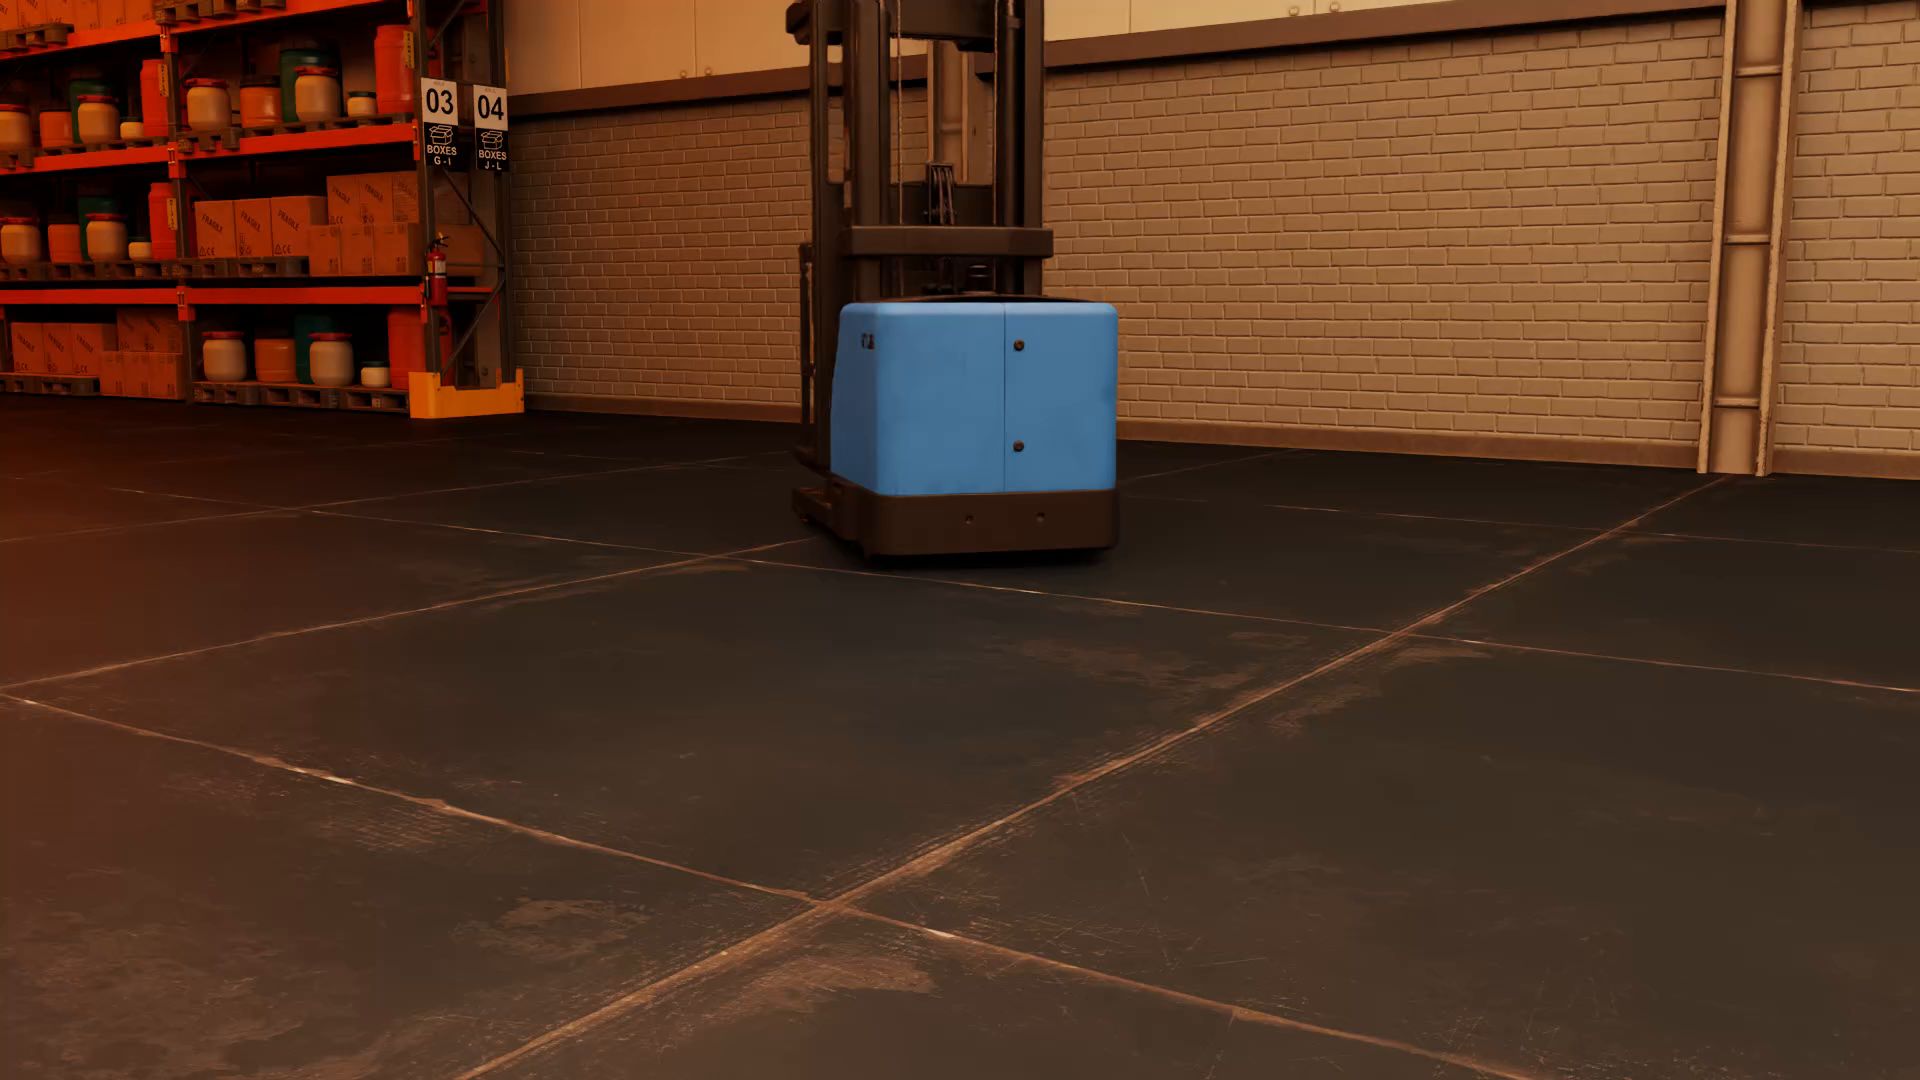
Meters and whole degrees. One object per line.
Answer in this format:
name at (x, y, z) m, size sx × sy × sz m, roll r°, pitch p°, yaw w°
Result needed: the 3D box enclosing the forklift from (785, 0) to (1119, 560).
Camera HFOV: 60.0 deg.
forklift at (-0.219, -1.538, 8.010) m, size 1.130 × 2.935 × 3.031 m, roll -2°, pitch 8°, yaw -15°
